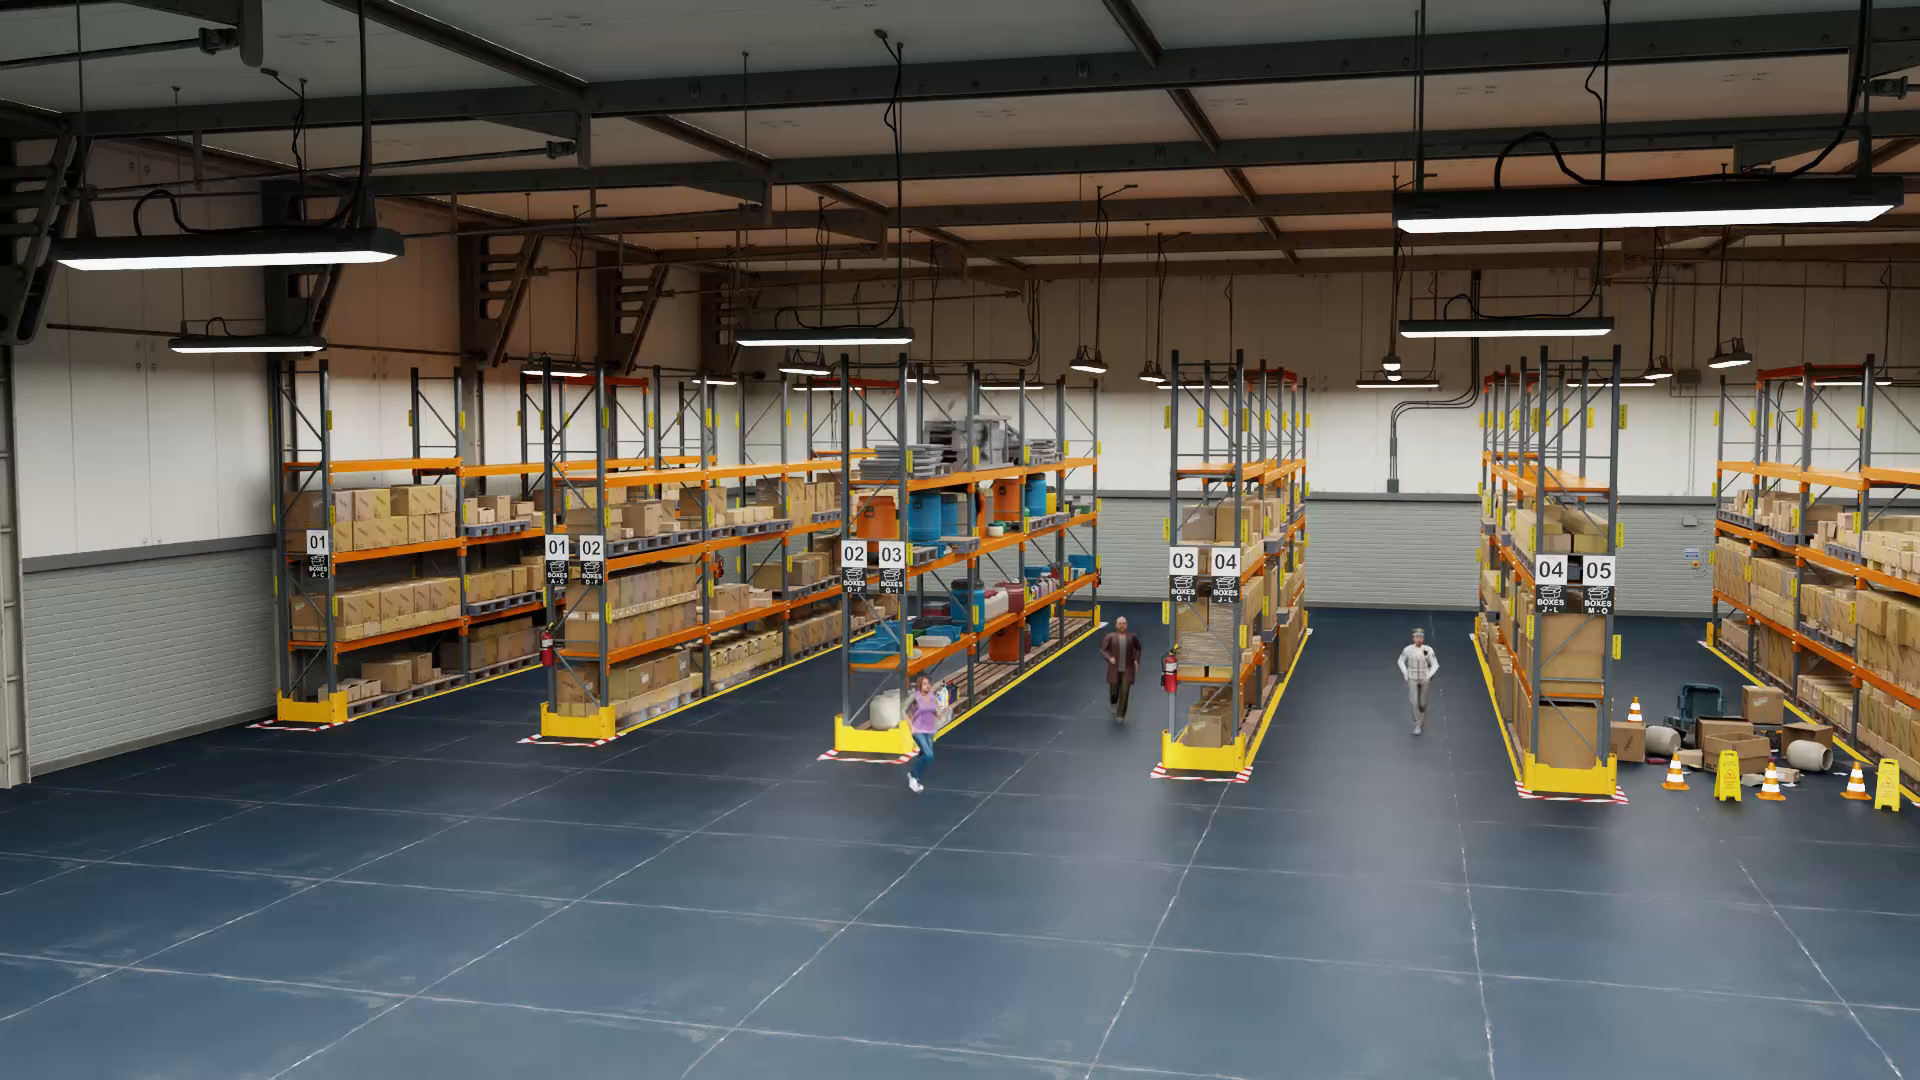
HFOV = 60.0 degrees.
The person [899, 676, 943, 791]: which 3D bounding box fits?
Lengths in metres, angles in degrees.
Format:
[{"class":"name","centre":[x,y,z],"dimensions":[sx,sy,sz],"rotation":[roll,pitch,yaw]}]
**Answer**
[{"class":"person","centre":[-0.470,2.603,22.355],"dimensions":[0.514,1.567,0.589],"rotation":[-4,5,-40]}]

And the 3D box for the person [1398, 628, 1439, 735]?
[{"class":"person","centre":[7.371,2.244,26.766],"dimensions":[0.632,1.677,0.759],"rotation":[1,4,13]}]

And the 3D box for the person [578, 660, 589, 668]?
[{"class":"person","centre":[-6.673,2.003,29.902],"dimensions":[0.676,1.689,0.971],"rotation":[1,4,11]}]

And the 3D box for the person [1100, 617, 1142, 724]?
[{"class":"person","centre":[2.672,2.146,27.607],"dimensions":[0.709,1.737,0.757],"rotation":[0,4,1]}]
